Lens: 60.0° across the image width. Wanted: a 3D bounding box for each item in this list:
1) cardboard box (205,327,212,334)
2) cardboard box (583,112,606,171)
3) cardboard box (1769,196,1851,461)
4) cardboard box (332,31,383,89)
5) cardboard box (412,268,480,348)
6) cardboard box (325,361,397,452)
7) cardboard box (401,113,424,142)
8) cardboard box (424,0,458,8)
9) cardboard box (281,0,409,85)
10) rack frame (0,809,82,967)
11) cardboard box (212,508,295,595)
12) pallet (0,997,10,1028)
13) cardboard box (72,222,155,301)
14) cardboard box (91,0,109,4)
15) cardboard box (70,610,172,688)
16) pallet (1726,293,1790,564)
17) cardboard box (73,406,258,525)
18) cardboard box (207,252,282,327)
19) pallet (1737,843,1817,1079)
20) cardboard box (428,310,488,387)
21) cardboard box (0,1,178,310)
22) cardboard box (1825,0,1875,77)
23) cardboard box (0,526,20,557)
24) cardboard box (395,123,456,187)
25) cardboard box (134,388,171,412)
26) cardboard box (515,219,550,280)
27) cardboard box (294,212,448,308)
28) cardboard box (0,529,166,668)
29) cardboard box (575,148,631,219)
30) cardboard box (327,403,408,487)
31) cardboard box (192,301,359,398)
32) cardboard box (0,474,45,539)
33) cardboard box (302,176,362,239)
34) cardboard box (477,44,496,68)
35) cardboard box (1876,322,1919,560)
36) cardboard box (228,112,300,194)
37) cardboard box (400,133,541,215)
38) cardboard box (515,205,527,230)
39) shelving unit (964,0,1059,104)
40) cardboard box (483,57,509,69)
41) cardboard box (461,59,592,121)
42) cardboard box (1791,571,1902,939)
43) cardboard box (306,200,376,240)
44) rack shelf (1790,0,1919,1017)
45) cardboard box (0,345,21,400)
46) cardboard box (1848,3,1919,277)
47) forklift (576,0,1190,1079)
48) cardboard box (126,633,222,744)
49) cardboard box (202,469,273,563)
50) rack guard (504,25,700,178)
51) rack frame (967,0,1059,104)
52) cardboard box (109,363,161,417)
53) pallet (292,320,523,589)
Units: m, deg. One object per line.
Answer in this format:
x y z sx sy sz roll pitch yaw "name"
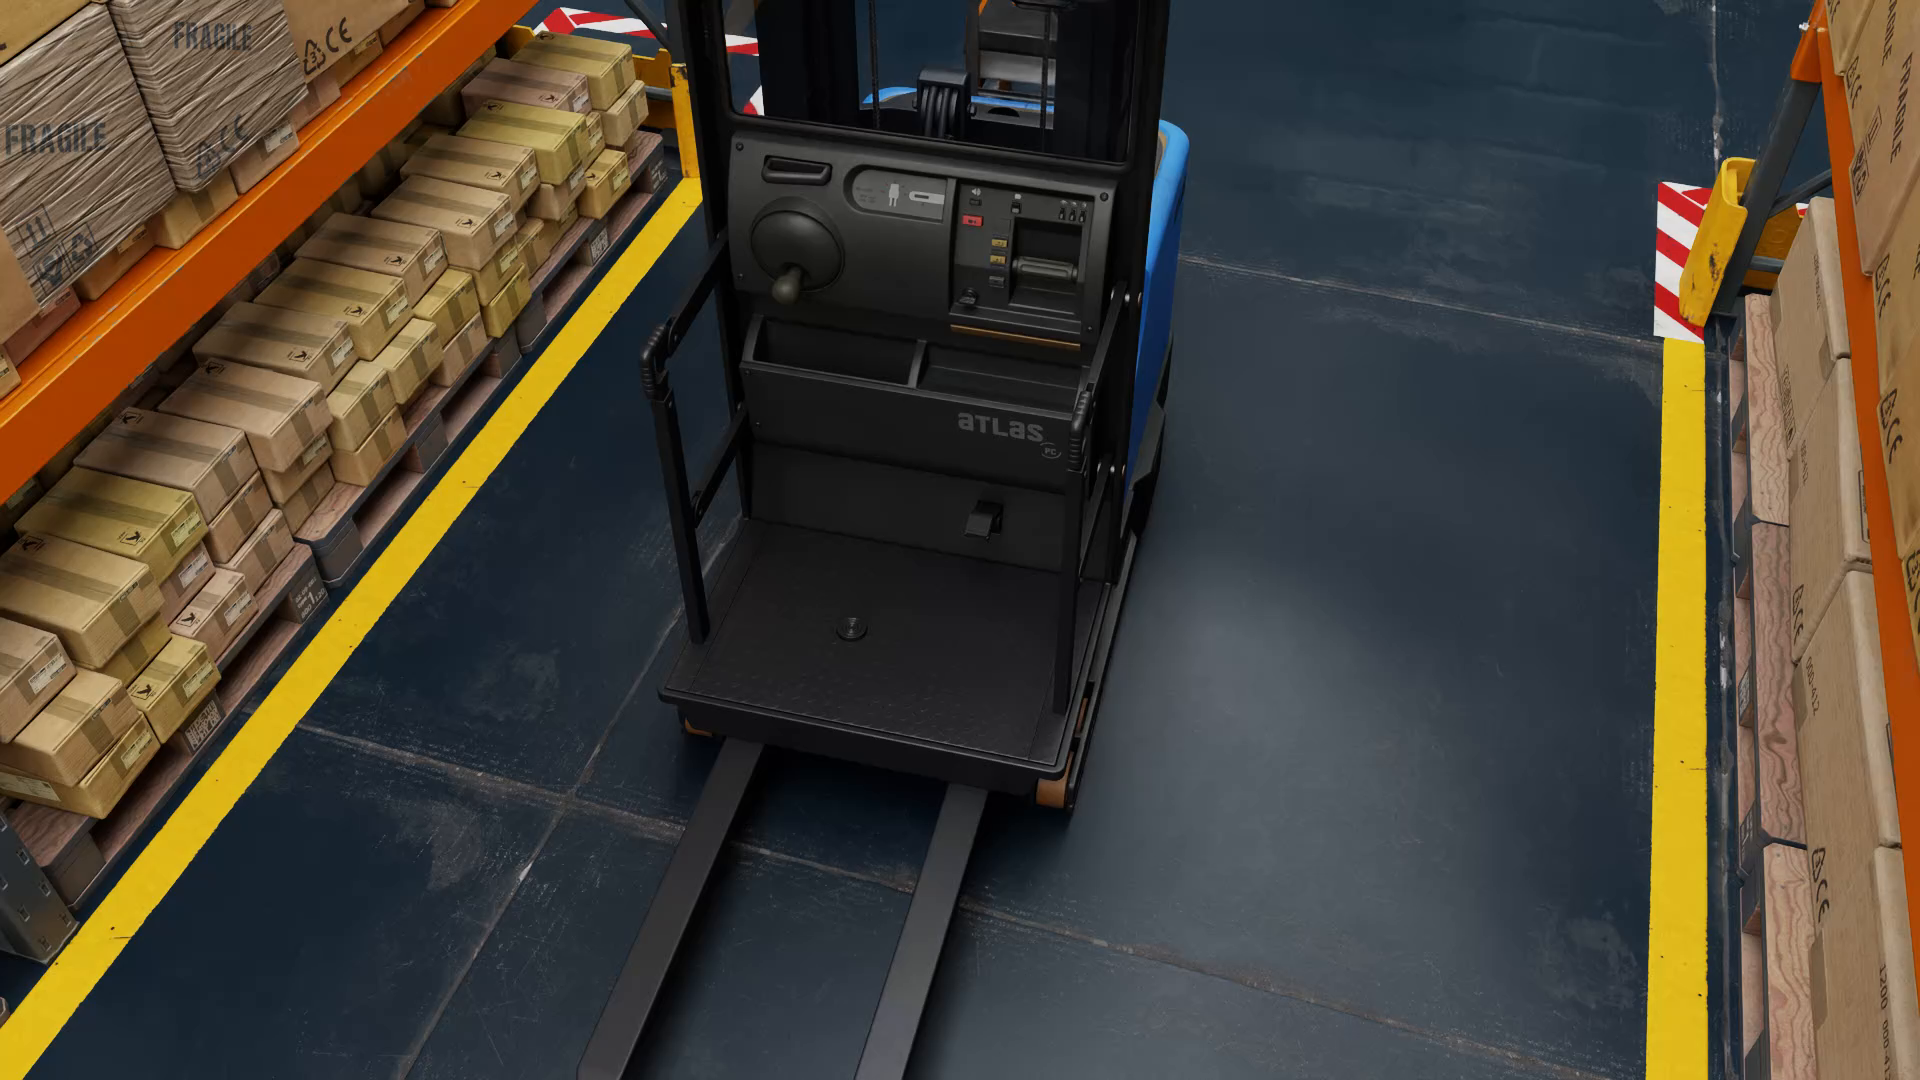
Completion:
-2.360 -0.696 5.342 0.380 0.149 0.250 15 46 14 "cardboard box"
-1.544 -1.481 6.144 0.380 0.149 0.250 12 46 12 "cardboard box"
3.118 -0.610 5.261 0.875 0.438 0.875 11 45 11 "cardboard box"
-1.894 -1.431 4.747 0.380 0.149 0.250 13 46 13 "cardboard box"
-1.809 -0.782 5.430 0.380 0.149 0.250 15 46 15 "cardboard box"
-1.965 -0.433 5.074 0.380 0.149 0.250 12 46 12 "cardboard box"
-2.175 -1.535 5.986 0.380 0.149 0.250 12 46 12 "cardboard box"
-1.691 -1.779 5.102 0.380 0.149 0.250 11 45 11 "cardboard box"
-1.883 -1.594 4.450 0.500 0.500 0.500 15 46 15 "cardboard box"
-2.737 -0.152 3.261 1.000 3.000 0.127 13 46 13 "rack frame"
-2.185 0.008 4.835 0.380 0.149 0.250 12 46 12 "cardboard box"
-2.971 1.364 3.705 1.003 0.211 1.213 13 46 13 "pallet"
-2.213 -0.738 4.039 0.380 0.149 0.250 11 45 11 "cardboard box"
-2.044 -1.579 3.719 0.500 0.500 0.500 13 46 13 "cardboard box"
-2.331 0.249 4.376 0.380 0.149 0.250 13 46 13 "cardboard box"
3.055 -0.291 5.396 1.003 0.211 1.213 13 46 13 "pallet"
-2.209 -0.210 4.633 0.380 0.149 0.250 11 46 11 "cardboard box"
-2.373 -0.815 5.251 0.380 0.149 0.250 13 46 13 "cardboard box"
2.316 1.336 3.734 1.003 0.211 1.213 13 46 13 "pallet"
-1.812 -0.675 5.533 0.380 0.149 0.250 13 46 13 "cardboard box"
-2.204 -0.902 3.743 0.500 0.500 0.500 13 46 12 "cardboard box"
2.803 -1.614 4.683 0.500 0.500 0.500 12 46 12 "cardboard box"
-2.810 -0.032 4.663 0.380 0.149 0.250 11 45 11 "cardboard box"
-2.056 -1.408 6.070 0.380 0.149 0.250 13 46 13 "cardboard box"
-2.582 -0.352 4.991 0.380 0.149 0.250 14 46 13 "cardboard box"
-1.692 -1.036 5.902 0.380 0.149 0.250 13 46 13 "cardboard box"
-1.885 -0.898 5.336 0.380 0.149 0.250 11 45 11 "cardboard box"
-2.295 0.148 4.267 0.380 0.149 0.250 15 46 14 "cardboard box"
-1.468 -1.361 6.235 0.380 0.149 0.250 14 46 14 "cardboard box"
-1.966 -0.331 5.182 0.380 0.149 0.250 11 46 11 "cardboard box"
-2.050 -0.562 4.992 0.380 0.149 0.250 11 45 11 "cardboard box"
-2.769 -0.134 4.555 0.380 0.149 0.250 12 46 12 "cardboard box"
-2.265 -1.169 5.613 0.380 0.149 0.250 14 46 14 "cardboard box"
-2.008 -1.885 6.344 0.380 0.149 0.250 11 45 11 "cardboard box"
2.197 -0.252 3.292 0.500 0.500 0.500 12 46 12 "cardboard box"
-1.987 -1.070 4.378 0.380 0.149 0.250 14 46 14 "cardboard box"
-1.672 -1.241 5.687 0.380 0.149 0.250 11 45 11 "cardboard box"
-1.749 -1.139 5.795 0.380 0.149 0.250 12 46 12 "cardboard box"
0.278 -1.532 5.314 0.431 2.100 0.503 10 45 10 "shelving unit"
-1.929 -1.761 6.430 0.380 0.149 0.250 14 46 14 "cardboard box"
-1.575 -1.600 6.053 0.380 0.149 0.250 13 46 13 "cardboard box"
2.574 0.602 4.022 0.875 0.438 0.875 11 45 11 "cardboard box"
-2.227 -1.063 5.717 0.380 0.149 0.250 11 45 11 "cardboard box"
2.617 -0.247 3.872 1.077 0.370 4.000 13 46 13 "rack shelf"
-2.332 -0.370 3.663 0.380 0.149 0.250 14 46 14 "cardboard box"
2.506 -0.935 3.990 0.500 0.500 0.500 12 46 12 "cardboard box"
-0.153 -0.625 3.793 1.130 2.935 3.031 10 45 10 "forklift"
-2.240 0.365 4.470 0.380 0.149 0.250 14 46 14 "cardboard box"
-2.207 -0.100 4.733 0.380 0.149 0.250 10 45 10 "cardboard box"
-1.549 -1.874 6.808 1.175 0.500 0.348 13 46 13 "rack guard"
0.218 -1.367 5.145 0.400 2.100 0.015 10 45 10 "rack frame"
-2.622 -0.491 4.919 0.380 0.149 0.250 10 45 11 "cardboard box"
-2.200 -0.426 5.535 1.003 0.211 1.213 13 46 13 "pallet"
